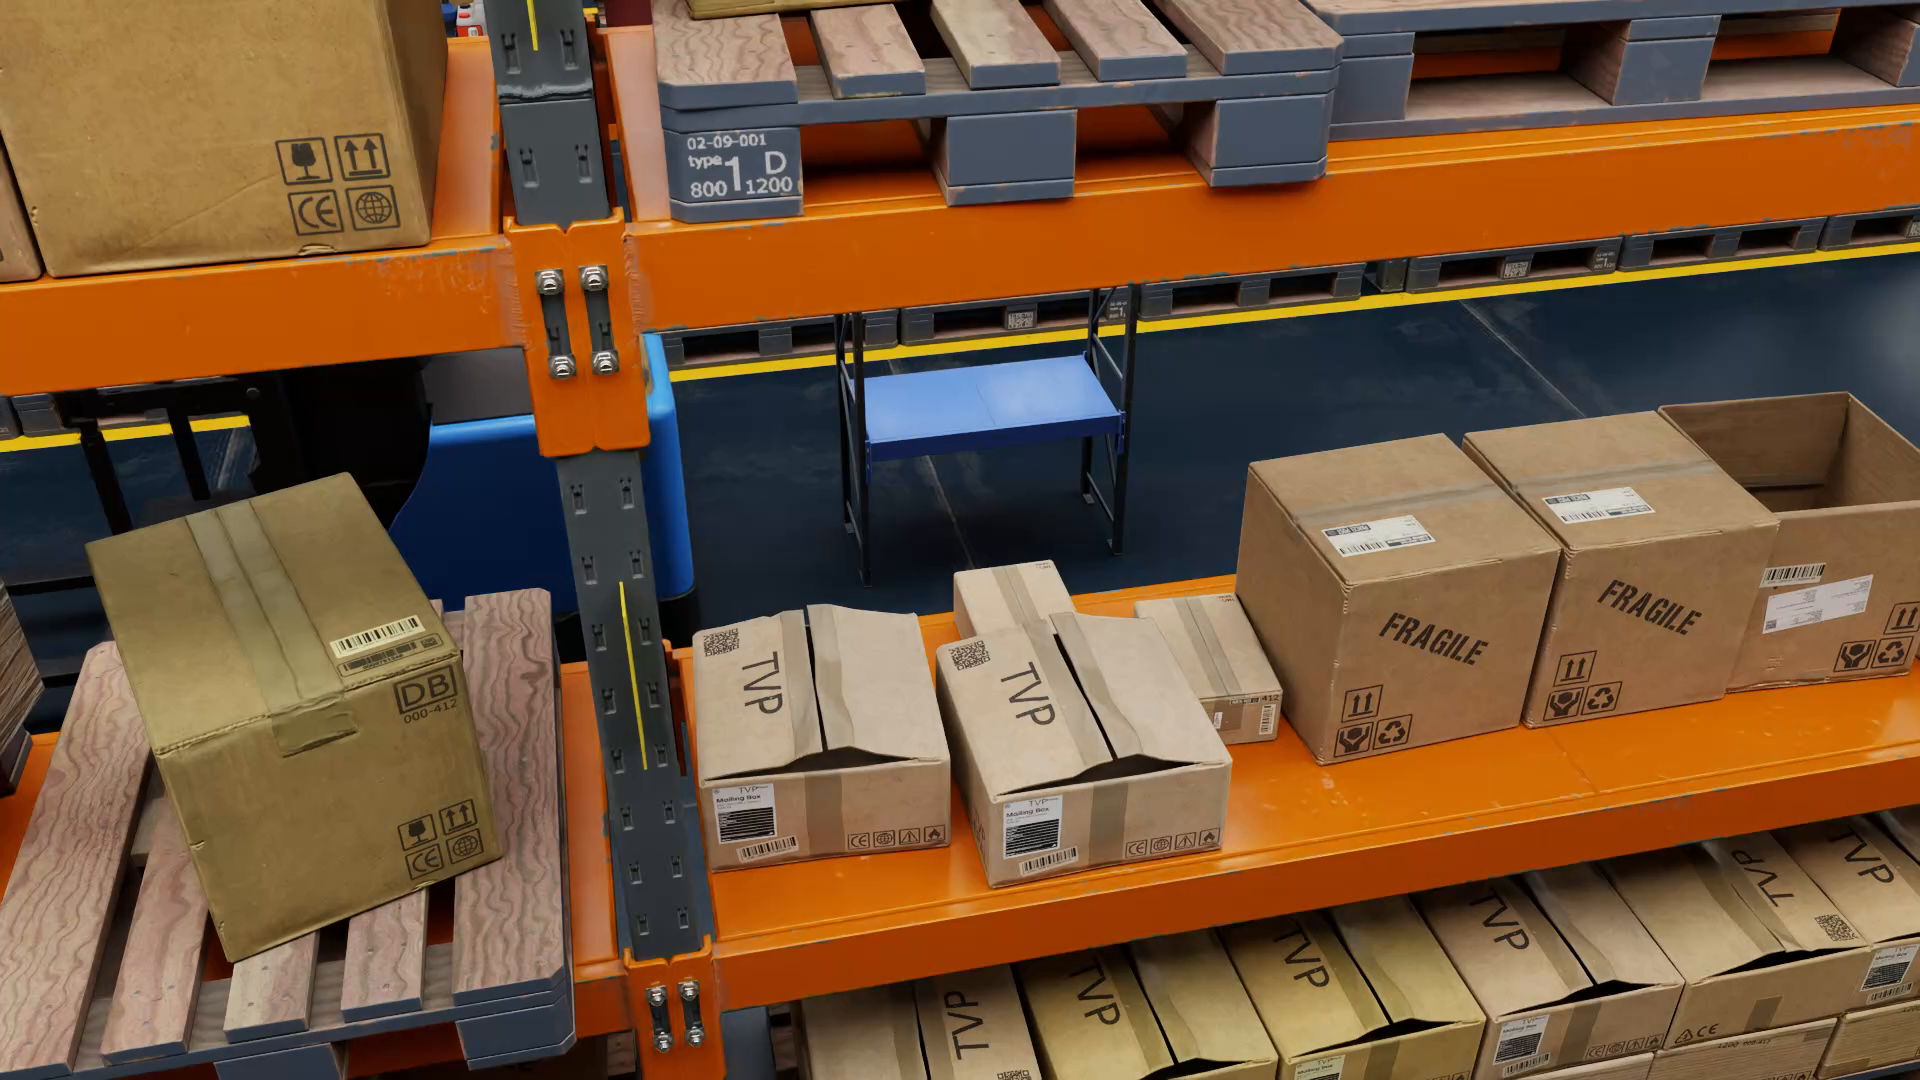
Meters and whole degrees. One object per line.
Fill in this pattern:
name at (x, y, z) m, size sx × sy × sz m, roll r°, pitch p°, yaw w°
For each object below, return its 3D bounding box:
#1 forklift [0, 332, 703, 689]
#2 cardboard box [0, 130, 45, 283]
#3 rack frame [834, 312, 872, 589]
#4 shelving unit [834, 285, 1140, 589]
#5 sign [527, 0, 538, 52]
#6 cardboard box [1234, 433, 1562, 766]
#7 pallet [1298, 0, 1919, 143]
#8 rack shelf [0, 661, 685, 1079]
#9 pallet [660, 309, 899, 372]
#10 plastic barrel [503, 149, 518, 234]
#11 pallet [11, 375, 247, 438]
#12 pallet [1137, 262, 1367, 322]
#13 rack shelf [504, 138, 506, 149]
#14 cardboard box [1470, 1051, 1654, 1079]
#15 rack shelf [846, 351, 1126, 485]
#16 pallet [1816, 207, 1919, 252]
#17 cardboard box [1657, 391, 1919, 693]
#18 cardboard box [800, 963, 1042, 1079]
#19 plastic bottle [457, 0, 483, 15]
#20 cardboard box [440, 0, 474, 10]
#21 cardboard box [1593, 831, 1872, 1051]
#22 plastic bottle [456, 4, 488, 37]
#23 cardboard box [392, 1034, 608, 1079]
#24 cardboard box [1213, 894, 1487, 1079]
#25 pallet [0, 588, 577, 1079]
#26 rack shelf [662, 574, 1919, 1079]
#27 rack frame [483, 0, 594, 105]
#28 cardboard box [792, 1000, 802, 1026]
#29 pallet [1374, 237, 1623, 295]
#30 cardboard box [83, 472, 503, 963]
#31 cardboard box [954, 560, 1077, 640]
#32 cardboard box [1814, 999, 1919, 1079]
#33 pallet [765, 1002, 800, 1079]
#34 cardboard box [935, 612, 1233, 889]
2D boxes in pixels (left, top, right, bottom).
forklift at (-2.515, -0.846, 5.380) m, size 3.031 × 2.935 × 1.130 m, roll -8°, pitch 35°, yaw -11°
cardboard box at (-1.585, -0.772, 2.426) m, size 0.500 × 0.500 × 0.910 m, roll -7°, pitch 35°, yaw -11°
rack frame at (-0.413, -0.571, 6.255) m, size 0.032 × 1.500 × 0.500 m, roll -7°, pitch 35°, yaw -11°
shelving unit at (0.083, -0.633, 6.348) m, size 1.048 × 1.500 × 0.538 m, roll -7°, pitch 35°, yaw -11°
sign at (-0.552, -0.784, 2.071) m, size 0.005 × 0.325 × 0.100 m, roll -7°, pitch 35°, yaw -11°
cardboard box at (0.964, 0.124, 3.783) m, size 0.500 × 0.500 × 0.500 m, roll -9°, pitch 35°, yaw -13°
pallet at (1.063, -1.057, 3.111) m, size 1.213 × 0.211 × 1.003 m, roll -6°, pitch 34°, yaw -8°
rack shelf at (-2.620, 0.925, 3.325) m, size 4.000 × 0.370 × 1.077 m, roll -7°, pitch 35°, yaw -11°
pallet at (-0.994, -1.228, 8.391) m, size 1.213 × 0.211 × 1.003 m, roll -7°, pitch 35°, yaw -11°
plastic barrel at (-2.232, -1.516, 7.887) m, size 0.708 × 0.830 × 0.600 m, roll -7°, pitch 35°, yaw -11°
pallet at (-3.706, -0.886, 7.881) m, size 1.213 × 0.211 × 1.003 m, roll -7°, pitch 35°, yaw -11°
pallet at (1.386, -1.528, 8.838) m, size 1.213 × 0.211 × 1.003 m, roll -7°, pitch 35°, yaw -11°
rack shelf at (-3.709, -1.767, 7.337) m, size 4.000 × 0.370 × 1.077 m, roll -7°, pitch 35°, yaw -11°
cardboard box at (1.402, 1.251, 4.284) m, size 0.500 × 0.250 × 0.500 m, roll -6°, pitch 34°, yaw -10°
rack shelf at (0.083, -0.484, 6.448) m, size 1.000 × 0.185 × 0.538 m, roll -7°, pitch 35°, yaw -11°
pallet at (5.187, -2.005, 9.549) m, size 1.213 × 0.211 × 1.003 m, roll -7°, pitch 35°, yaw -11°
cardboard box at (1.966, -0.002, 3.972) m, size 0.500 × 0.500 × 0.500 m, roll -5°, pitch 34°, yaw -7°
cardboard box at (-0.094, 1.211, 3.842) m, size 0.500 × 0.311 × 0.500 m, roll -6°, pitch 34°, yaw -9°
plastic bottle at (-2.252, -2.383, 7.720) m, size 0.135 × 0.276 × 0.152 m, roll -7°, pitch 35°, yaw -11°
cardboard box at (-3.529, -4.222, 11.880) m, size 0.875 × 0.875 × 1.225 m, roll -9°, pitch 35°, yaw -13°
cardboard box at (1.907, 0.957, 4.220) m, size 0.500 × 0.311 × 0.500 m, roll -7°, pitch 35°, yaw -11°
plastic bottle at (-2.218, -2.300, 7.597) m, size 0.135 × 0.276 × 0.152 m, roll -7°, pitch 35°, yaw -11°
cardboard box at (-1.176, 1.137, 4.213) m, size 0.500 × 0.500 × 0.500 m, roll -6°, pitch 34°, yaw -9°
cardboard box at (0.915, 1.080, 4.036) m, size 0.500 × 0.311 × 0.500 m, roll -8°, pitch 35°, yaw -12°
pallet at (-1.315, 0.582, 3.363) m, size 1.003 × 0.211 × 1.213 m, roll -7°, pitch 35°, yaw -11°
rack shelf at (1.281, 0.434, 4.057) m, size 4.000 × 0.370 × 1.077 m, roll -7°, pitch 35°, yaw -11°
rack frame at (-0.669, -2.110, 1.819) m, size 0.127 × 3.000 × 1.000 m, roll -7°, pitch 35°, yaw -11°
cardboard box at (-0.213, 0.917, 4.279) m, size 0.500 × 0.311 × 0.500 m, roll -6°, pitch 34°, yaw -9°
pallet at (2.807, -1.706, 9.102) m, size 1.213 × 0.211 × 1.003 m, roll -7°, pitch 35°, yaw -11°
cardboard box at (-1.259, 0.304, 3.139) m, size 0.500 × 0.500 × 0.700 m, roll -19°, pitch 38°, yaw -26°
cardboard box at (0.147, 0.224, 3.949) m, size 0.250 × 0.149 × 0.380 m, roll -7°, pitch 35°, yaw -11°
cardboard box at (2.398, 1.126, 4.471) m, size 0.500 × 0.250 × 0.500 m, roll -8°, pitch 35°, yaw -11°
pallet at (0.142, 1.459, 4.387) m, size 1.213 × 0.211 × 1.003 m, roll -7°, pitch 35°, yaw -11°
cardboard box at (0.246, 0.413, 3.522) m, size 0.500 × 0.311 × 0.500 m, roll -8°, pitch 35°, yaw -11°
